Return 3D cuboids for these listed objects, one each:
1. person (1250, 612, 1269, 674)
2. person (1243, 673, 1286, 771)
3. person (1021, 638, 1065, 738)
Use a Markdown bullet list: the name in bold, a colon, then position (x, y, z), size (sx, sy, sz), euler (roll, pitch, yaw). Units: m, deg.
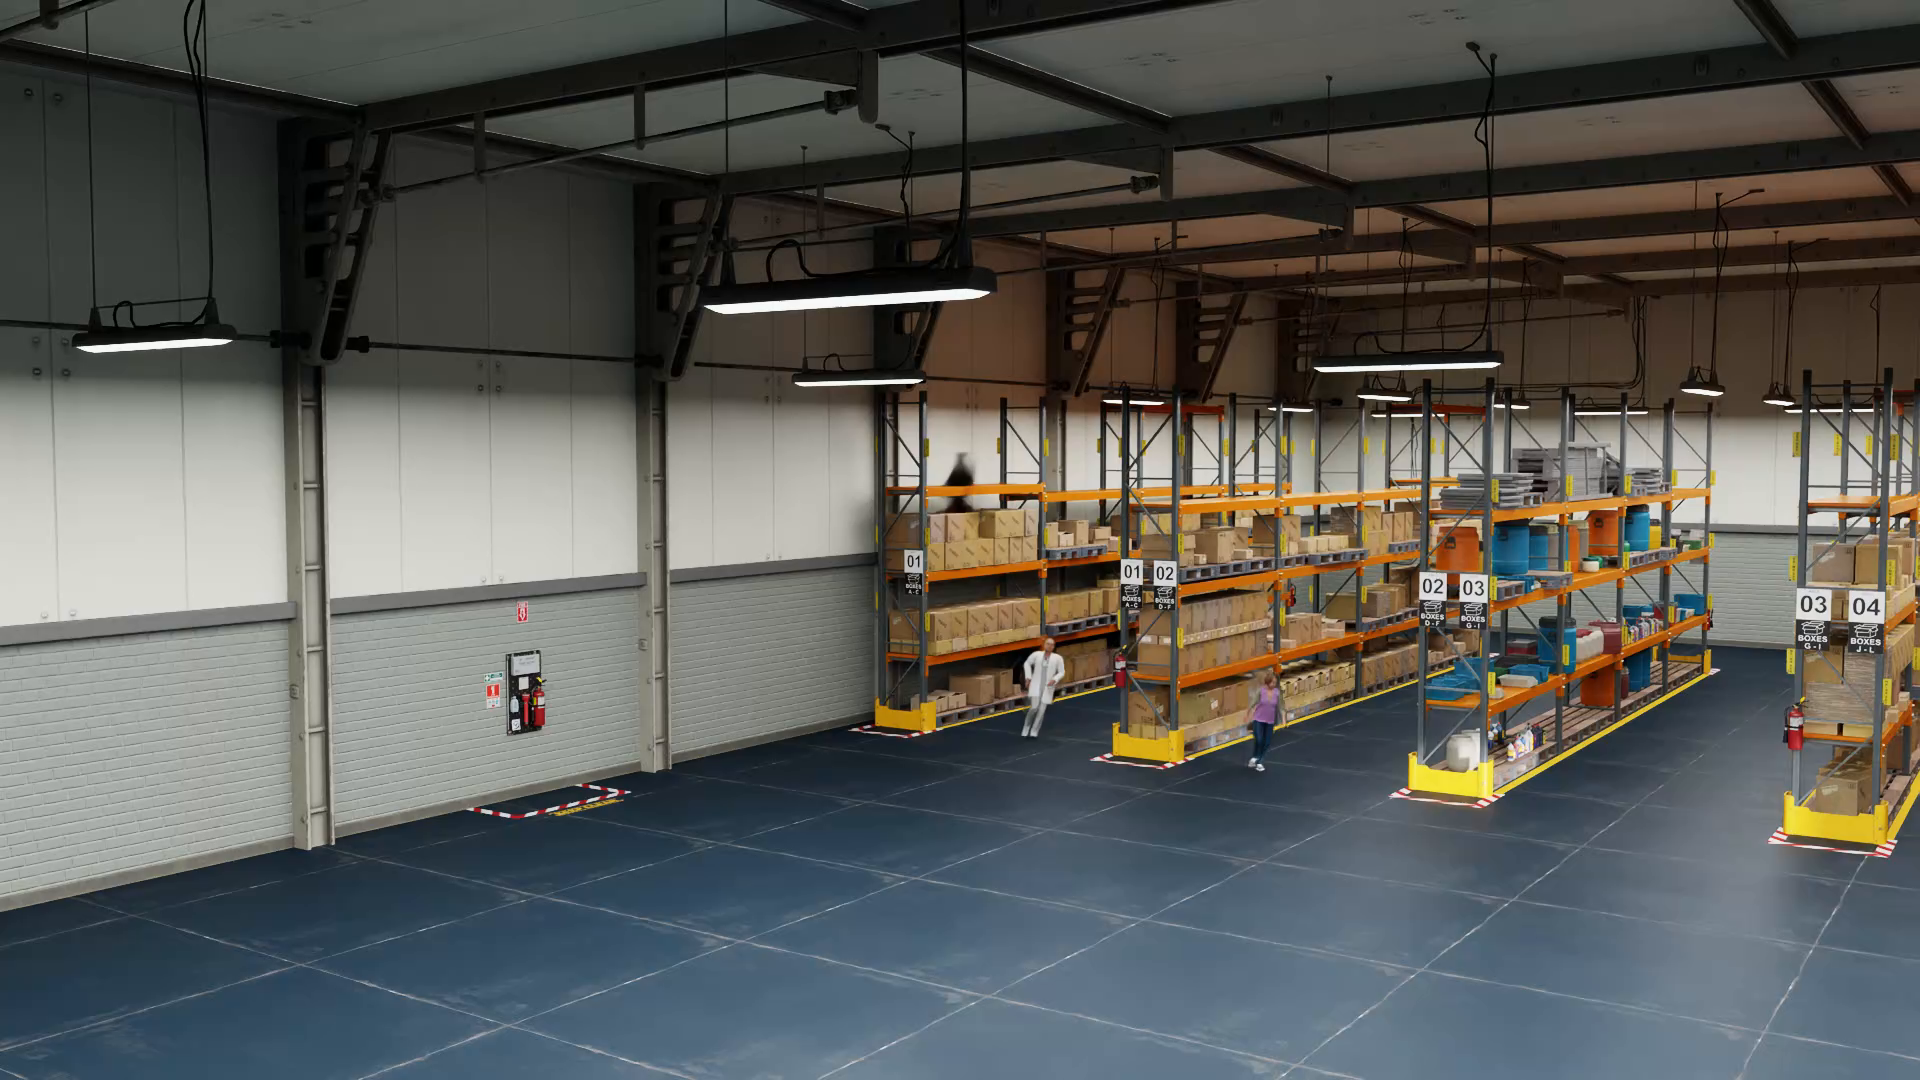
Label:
- **person**: position (6.417, 2.085, 36.573), size (0.680, 1.822, 0.866), euler (1, 3, 21)
- **person**: position (4.712, 2.810, 25.596), size (0.540, 1.545, 0.608), euler (-1, 3, -11)
- **person**: position (1.432, 2.553, 28.576), size (0.738, 1.714, 0.656), euler (0, 3, -2)
